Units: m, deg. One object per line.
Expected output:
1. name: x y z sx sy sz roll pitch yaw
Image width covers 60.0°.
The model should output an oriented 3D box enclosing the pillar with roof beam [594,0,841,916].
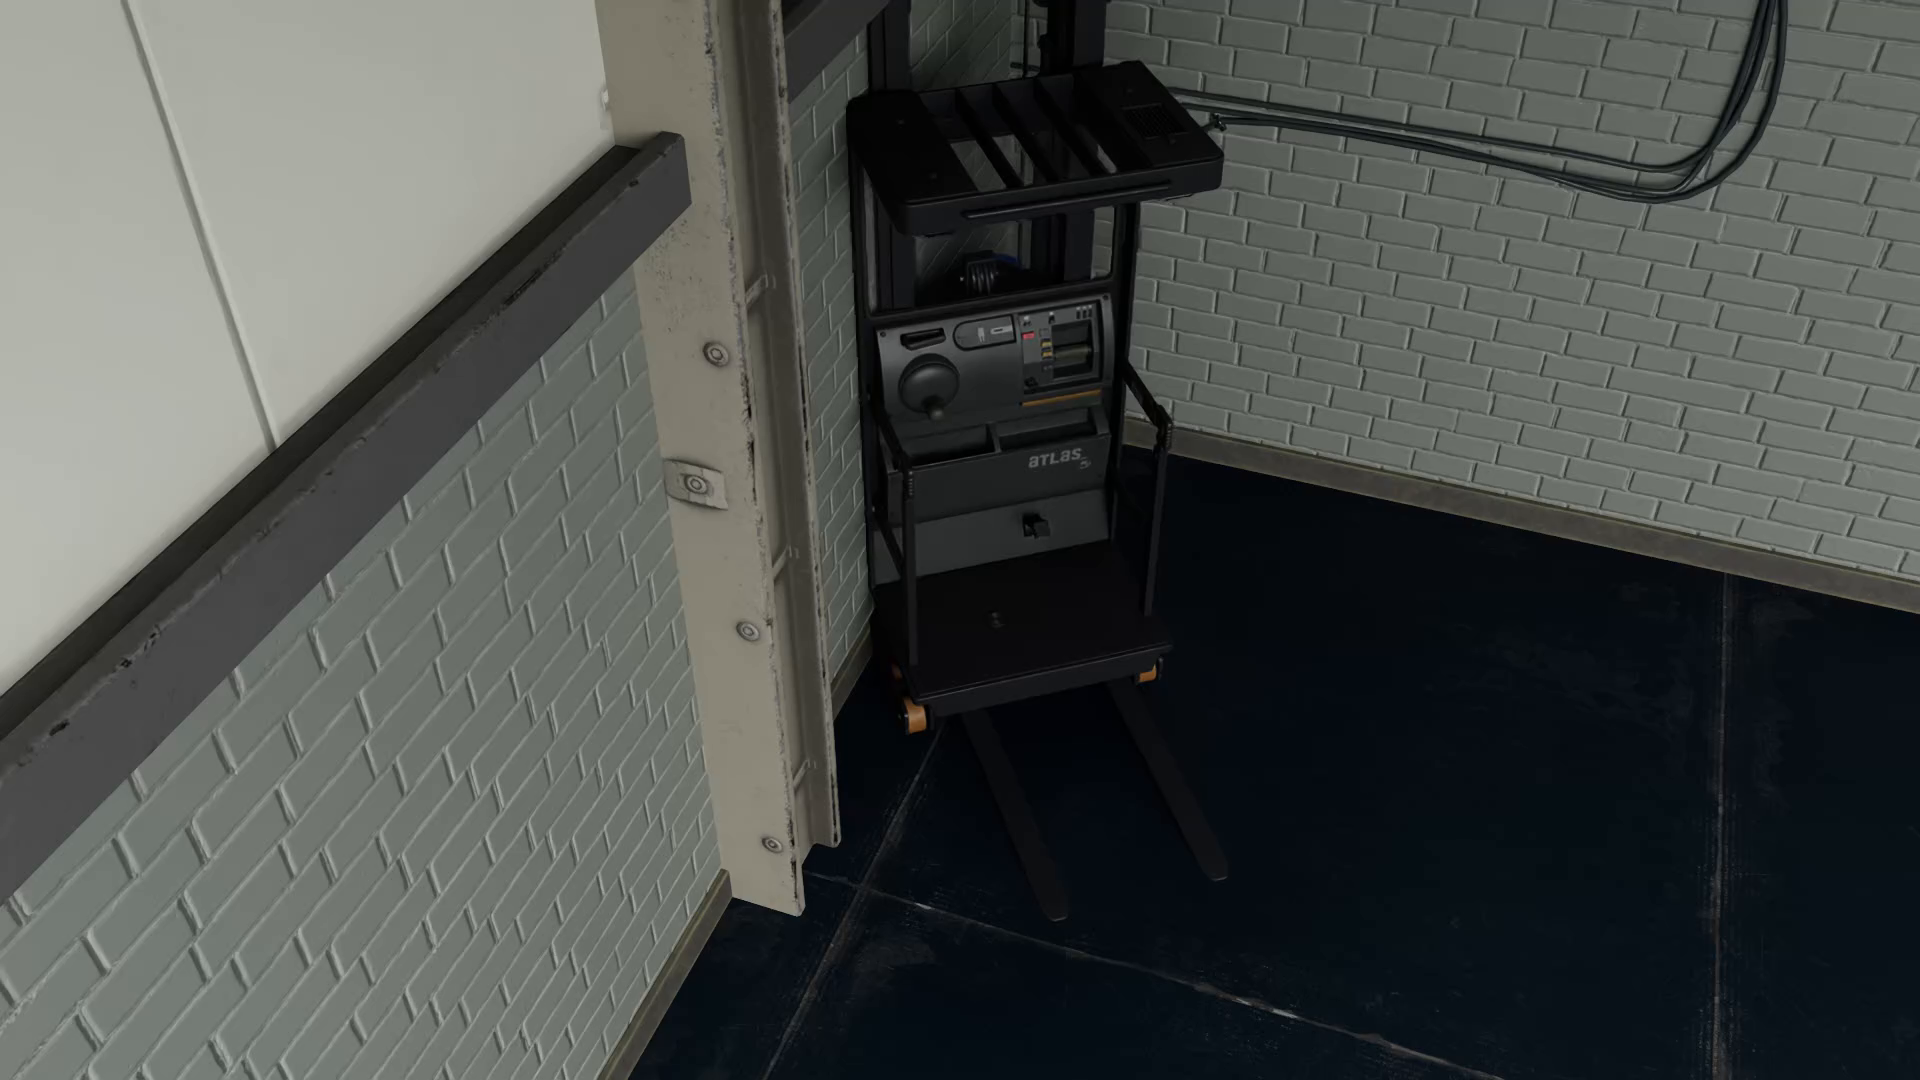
1. pillar with roof beam: 3.381 -1.243 2.228 9.100 9.000 0.400 13 42 15

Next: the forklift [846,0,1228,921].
1. forklift: 0.206 -0.619 6.171 1.130 2.935 3.031 -11 42 -13

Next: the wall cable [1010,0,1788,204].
1. wall cable: 1.586 -2.521 6.118 3.097 2.526 0.112 13 42 15
